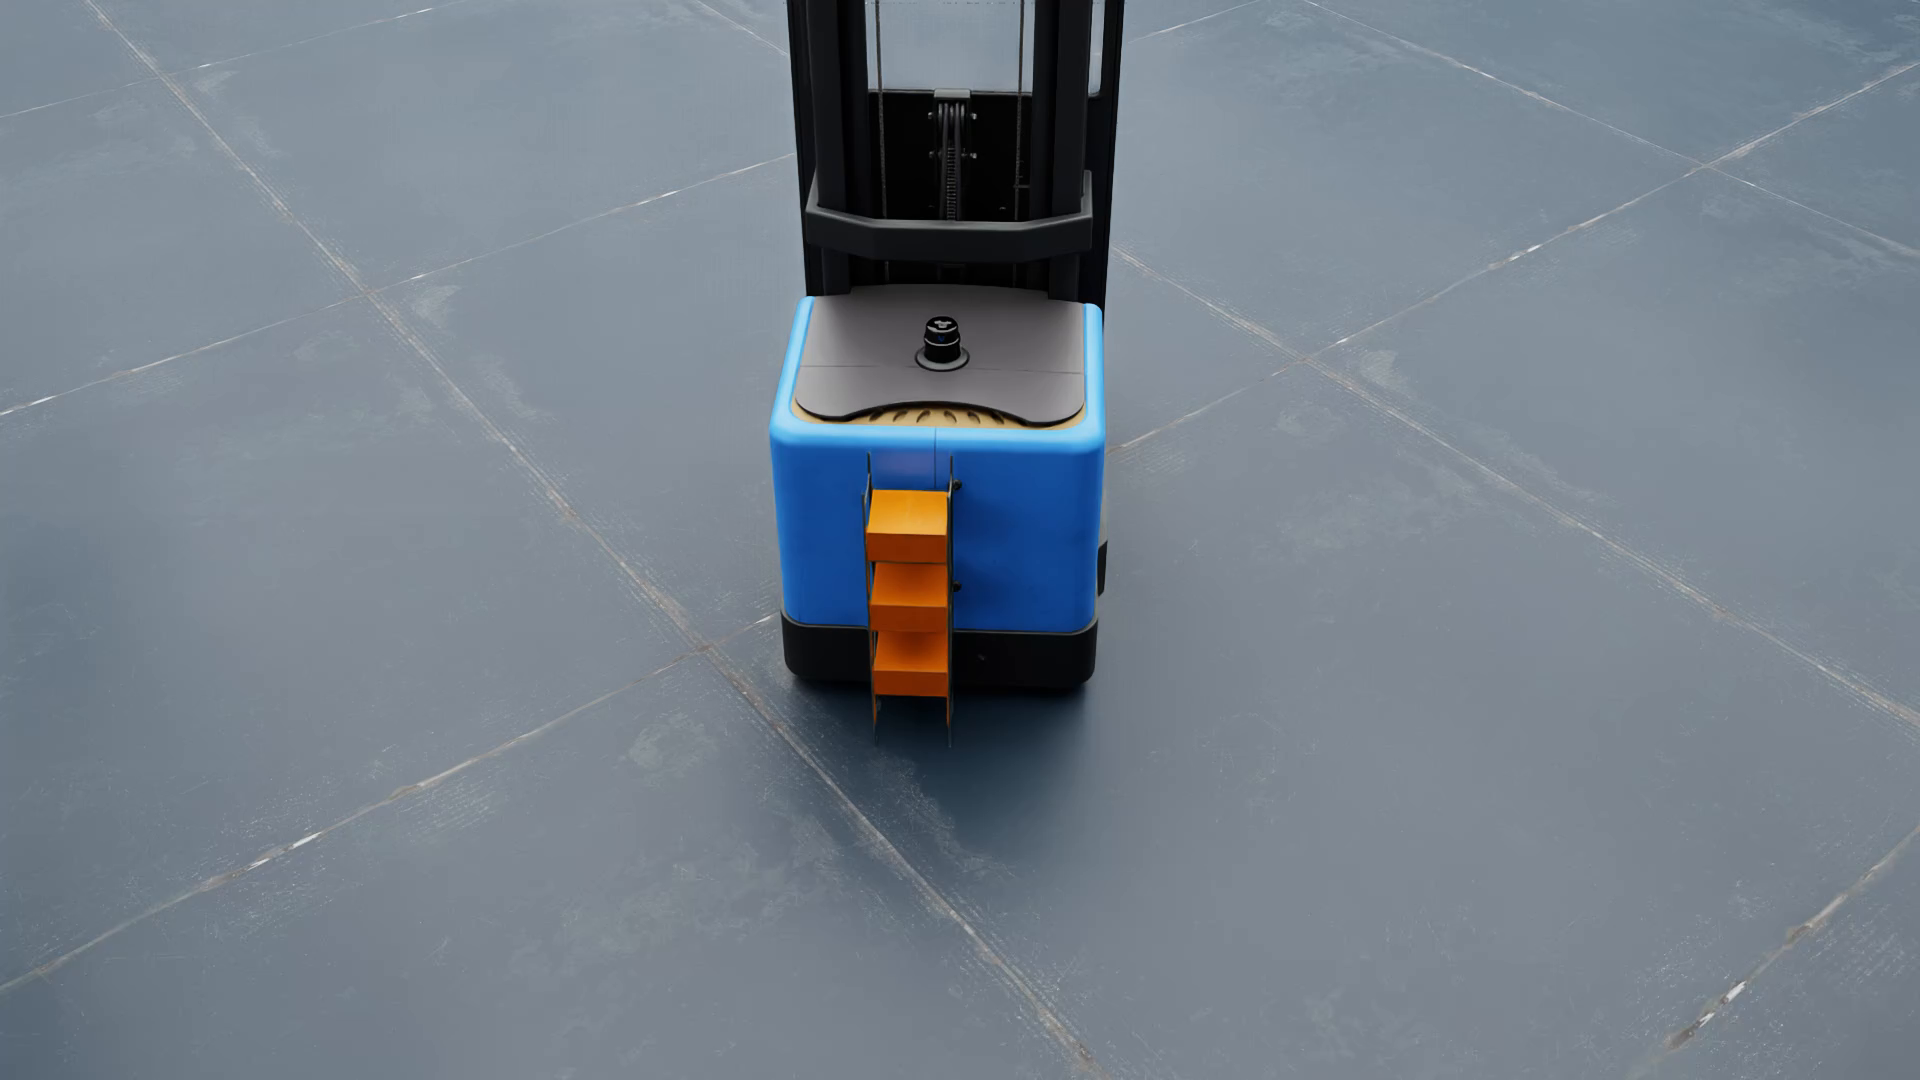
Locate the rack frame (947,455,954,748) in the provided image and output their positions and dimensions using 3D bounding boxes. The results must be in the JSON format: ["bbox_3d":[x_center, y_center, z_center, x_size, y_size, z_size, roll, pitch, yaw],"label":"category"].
[{"bbox_3d":[-0.029,0.213,5.159,0.008,1.050,0.200,2,40,2],"label":"rack frame"}]

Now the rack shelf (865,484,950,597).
[{"bbox_3d":[-0.151,0.001,4.987,0.240,0.259,0.215,2,40,2],"label":"rack shelf"}]

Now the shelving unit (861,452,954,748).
[{"bbox_3d":[-0.151,0.210,5.164,0.252,1.050,0.215,2,40,2],"label":"shelving unit"}]

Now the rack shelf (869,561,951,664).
[{"bbox_3d":[-0.151,0.218,5.170,0.240,0.259,0.215,2,40,2],"label":"rack shelf"}]

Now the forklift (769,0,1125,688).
[{"bbox_3d":[-0.002,-1.557,5.837,1.130,2.935,3.031,2,39,2],"label":"forklift"}]

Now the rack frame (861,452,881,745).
[{"bbox_3d":[-0.273,0.206,5.168,0.008,1.050,0.200,2,40,2],"label":"rack frame"}]

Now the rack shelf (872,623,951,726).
[{"bbox_3d":[-0.151,0.430,5.350,0.240,0.259,0.215,2,40,2],"label":"rack shelf"}]
